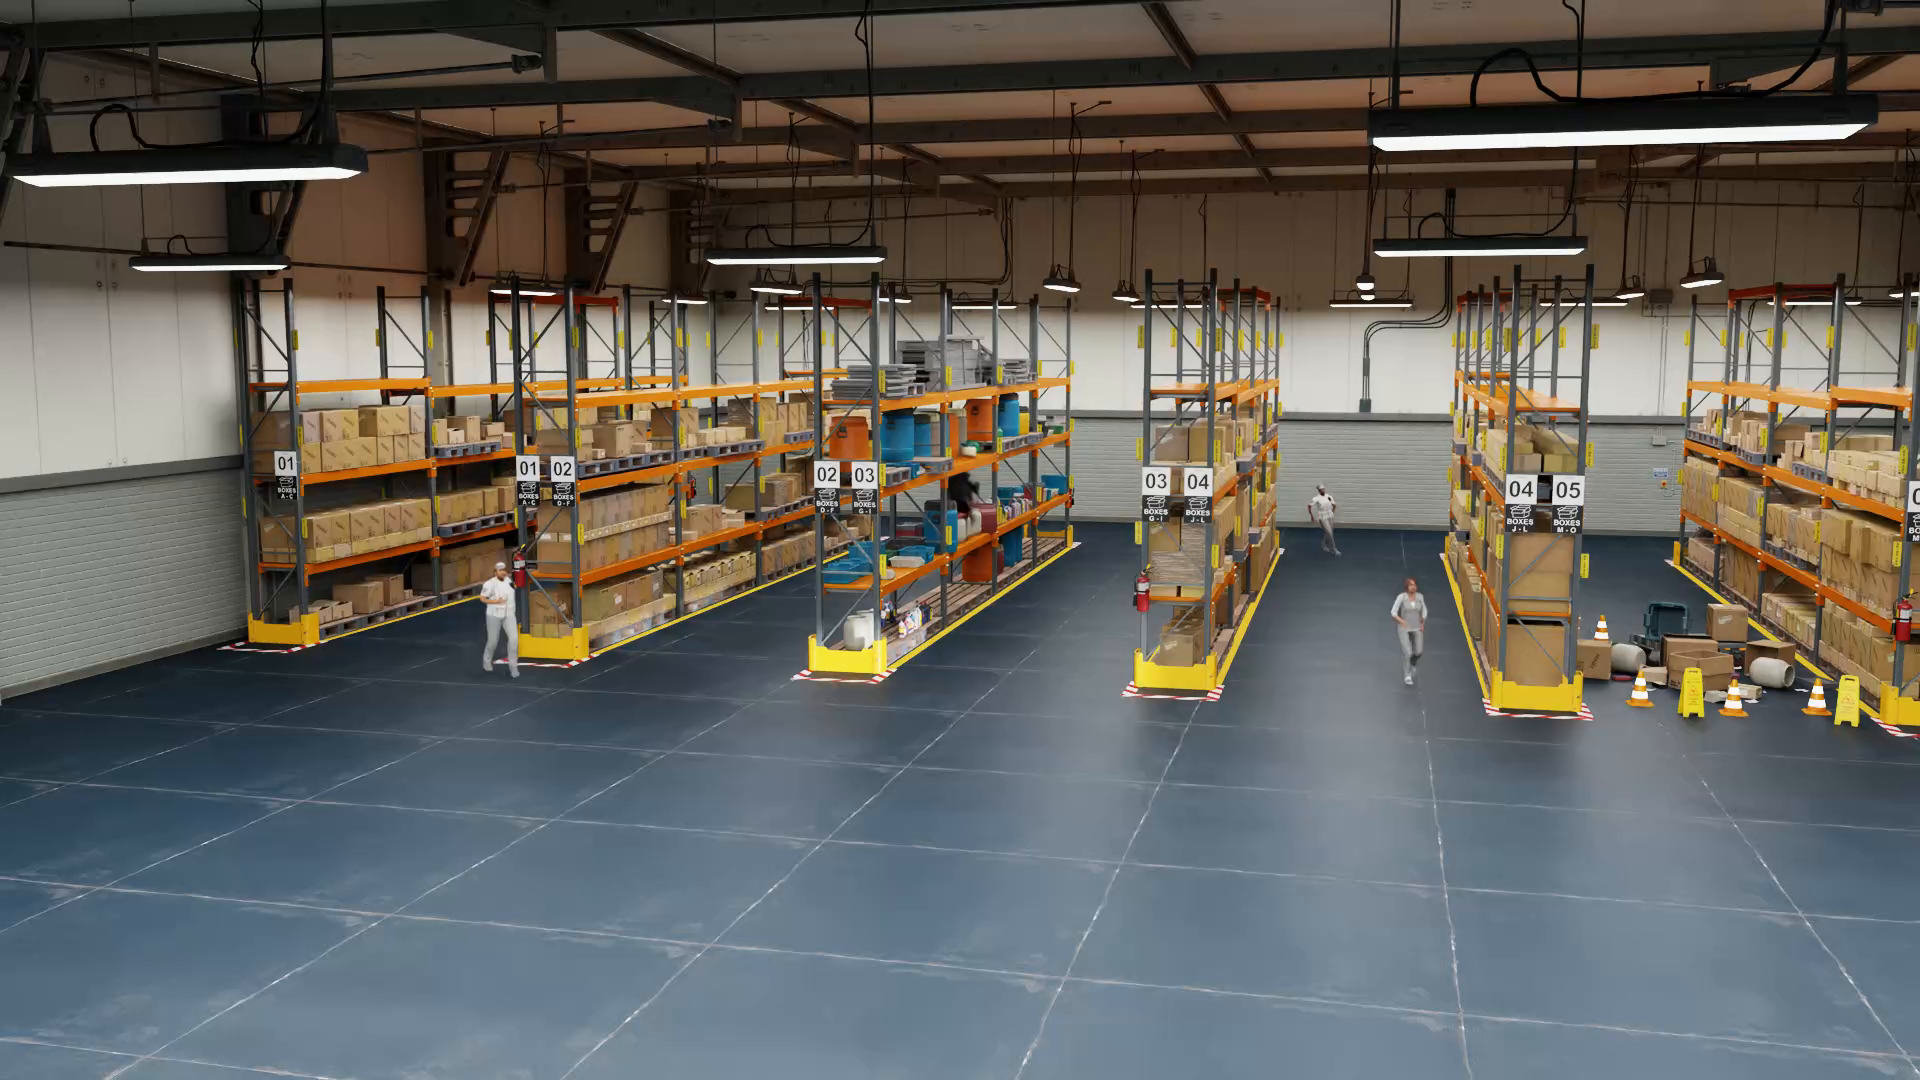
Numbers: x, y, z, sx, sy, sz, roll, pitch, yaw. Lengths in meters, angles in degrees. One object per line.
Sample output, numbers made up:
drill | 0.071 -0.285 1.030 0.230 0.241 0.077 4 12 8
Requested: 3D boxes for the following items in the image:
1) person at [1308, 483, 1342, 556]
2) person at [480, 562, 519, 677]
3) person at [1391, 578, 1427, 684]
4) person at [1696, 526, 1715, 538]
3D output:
person | 8.561 -0.493 38.821 0.621 1.648 0.906 -3 7 -23
person | -6.912 1.187 24.997 0.605 1.719 0.774 -5 9 -37
person | 6.562 1.326 24.274 0.543 1.567 0.530 0 7 2
person | 17.231 -0.419 38.260 0.717 1.640 0.552 -5 9 -37
